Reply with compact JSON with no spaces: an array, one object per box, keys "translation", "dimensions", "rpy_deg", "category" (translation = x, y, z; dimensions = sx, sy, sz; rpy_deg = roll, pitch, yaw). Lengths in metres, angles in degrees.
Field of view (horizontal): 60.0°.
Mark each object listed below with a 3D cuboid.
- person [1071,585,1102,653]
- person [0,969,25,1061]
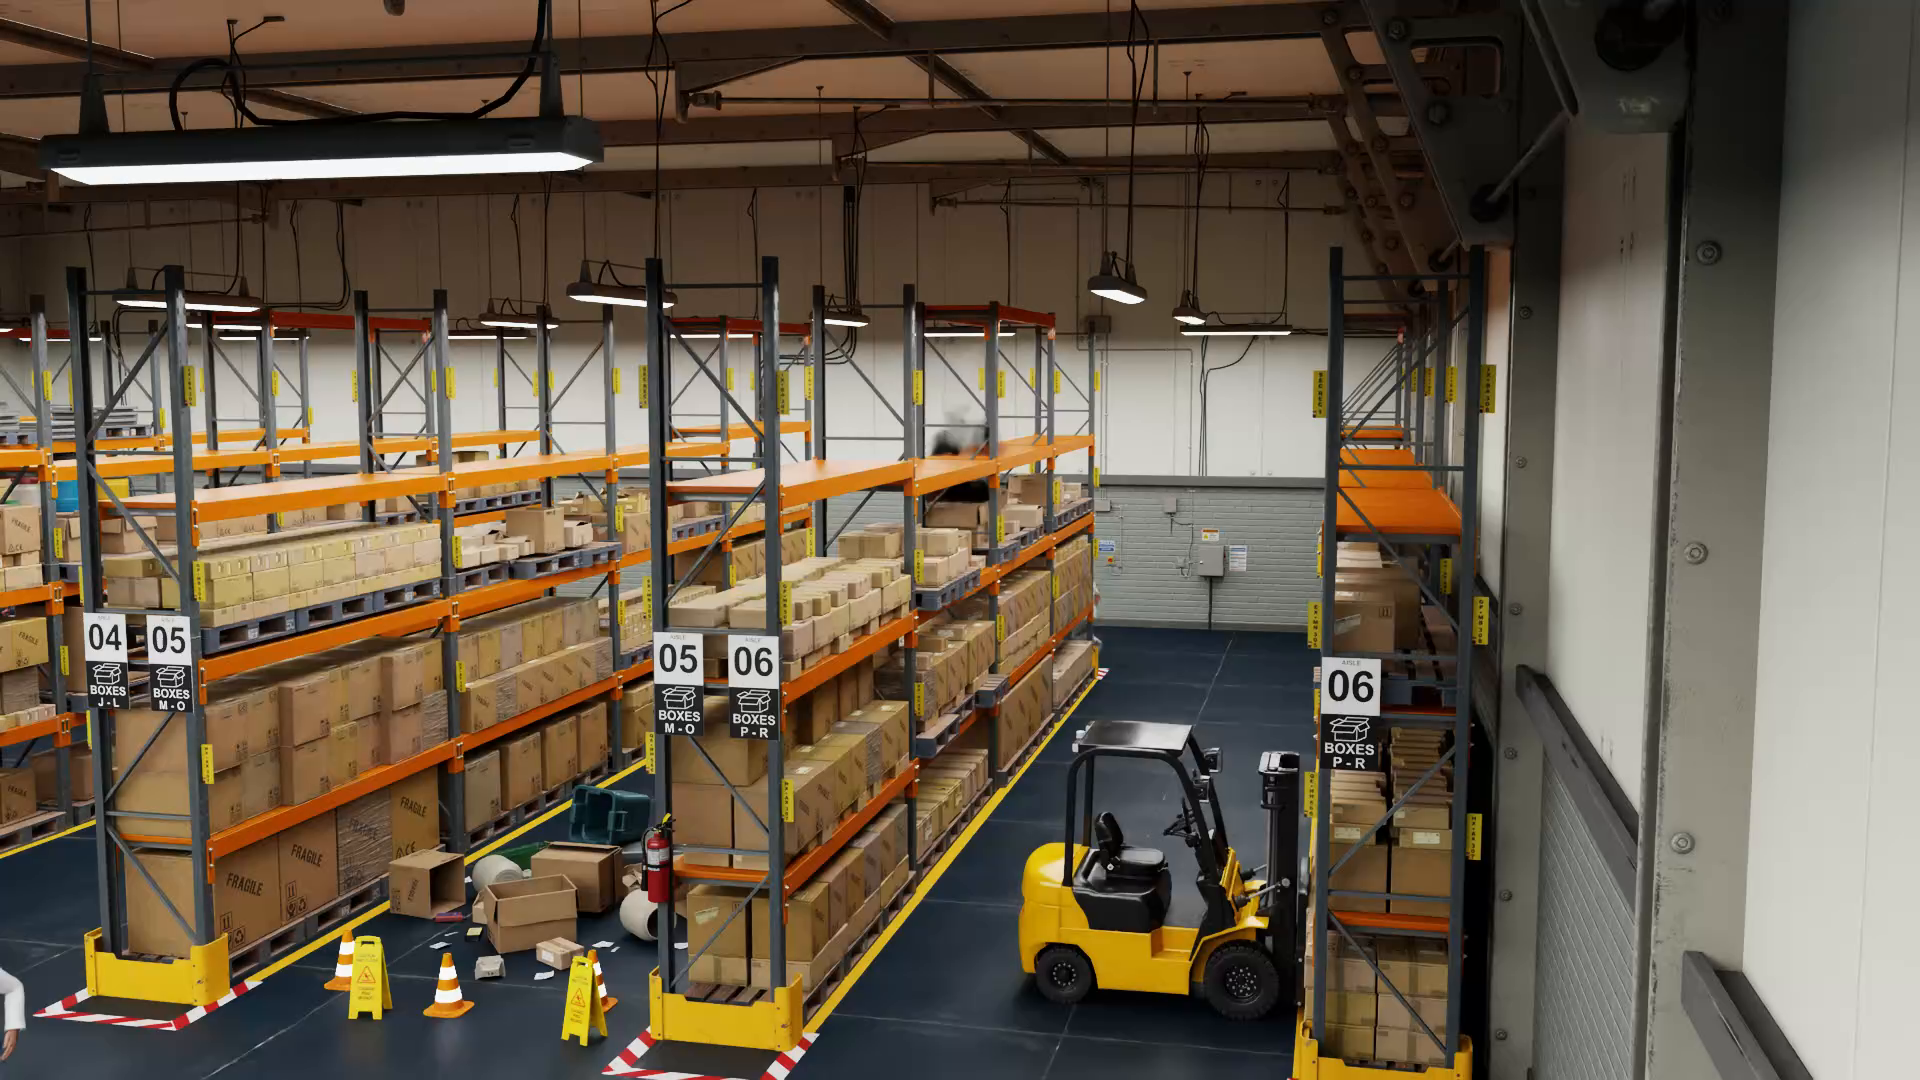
[{"translation":[2.160,1.331,29.540],"dimensions":[0.558,1.707,0.697],"rpy_deg":[5,7,38],"category":"person"},{"translation":[-6.111,3.287,10.141],"dimensions":[0.723,1.820,0.827],"rpy_deg":[-3,6,-23],"category":"person"}]
